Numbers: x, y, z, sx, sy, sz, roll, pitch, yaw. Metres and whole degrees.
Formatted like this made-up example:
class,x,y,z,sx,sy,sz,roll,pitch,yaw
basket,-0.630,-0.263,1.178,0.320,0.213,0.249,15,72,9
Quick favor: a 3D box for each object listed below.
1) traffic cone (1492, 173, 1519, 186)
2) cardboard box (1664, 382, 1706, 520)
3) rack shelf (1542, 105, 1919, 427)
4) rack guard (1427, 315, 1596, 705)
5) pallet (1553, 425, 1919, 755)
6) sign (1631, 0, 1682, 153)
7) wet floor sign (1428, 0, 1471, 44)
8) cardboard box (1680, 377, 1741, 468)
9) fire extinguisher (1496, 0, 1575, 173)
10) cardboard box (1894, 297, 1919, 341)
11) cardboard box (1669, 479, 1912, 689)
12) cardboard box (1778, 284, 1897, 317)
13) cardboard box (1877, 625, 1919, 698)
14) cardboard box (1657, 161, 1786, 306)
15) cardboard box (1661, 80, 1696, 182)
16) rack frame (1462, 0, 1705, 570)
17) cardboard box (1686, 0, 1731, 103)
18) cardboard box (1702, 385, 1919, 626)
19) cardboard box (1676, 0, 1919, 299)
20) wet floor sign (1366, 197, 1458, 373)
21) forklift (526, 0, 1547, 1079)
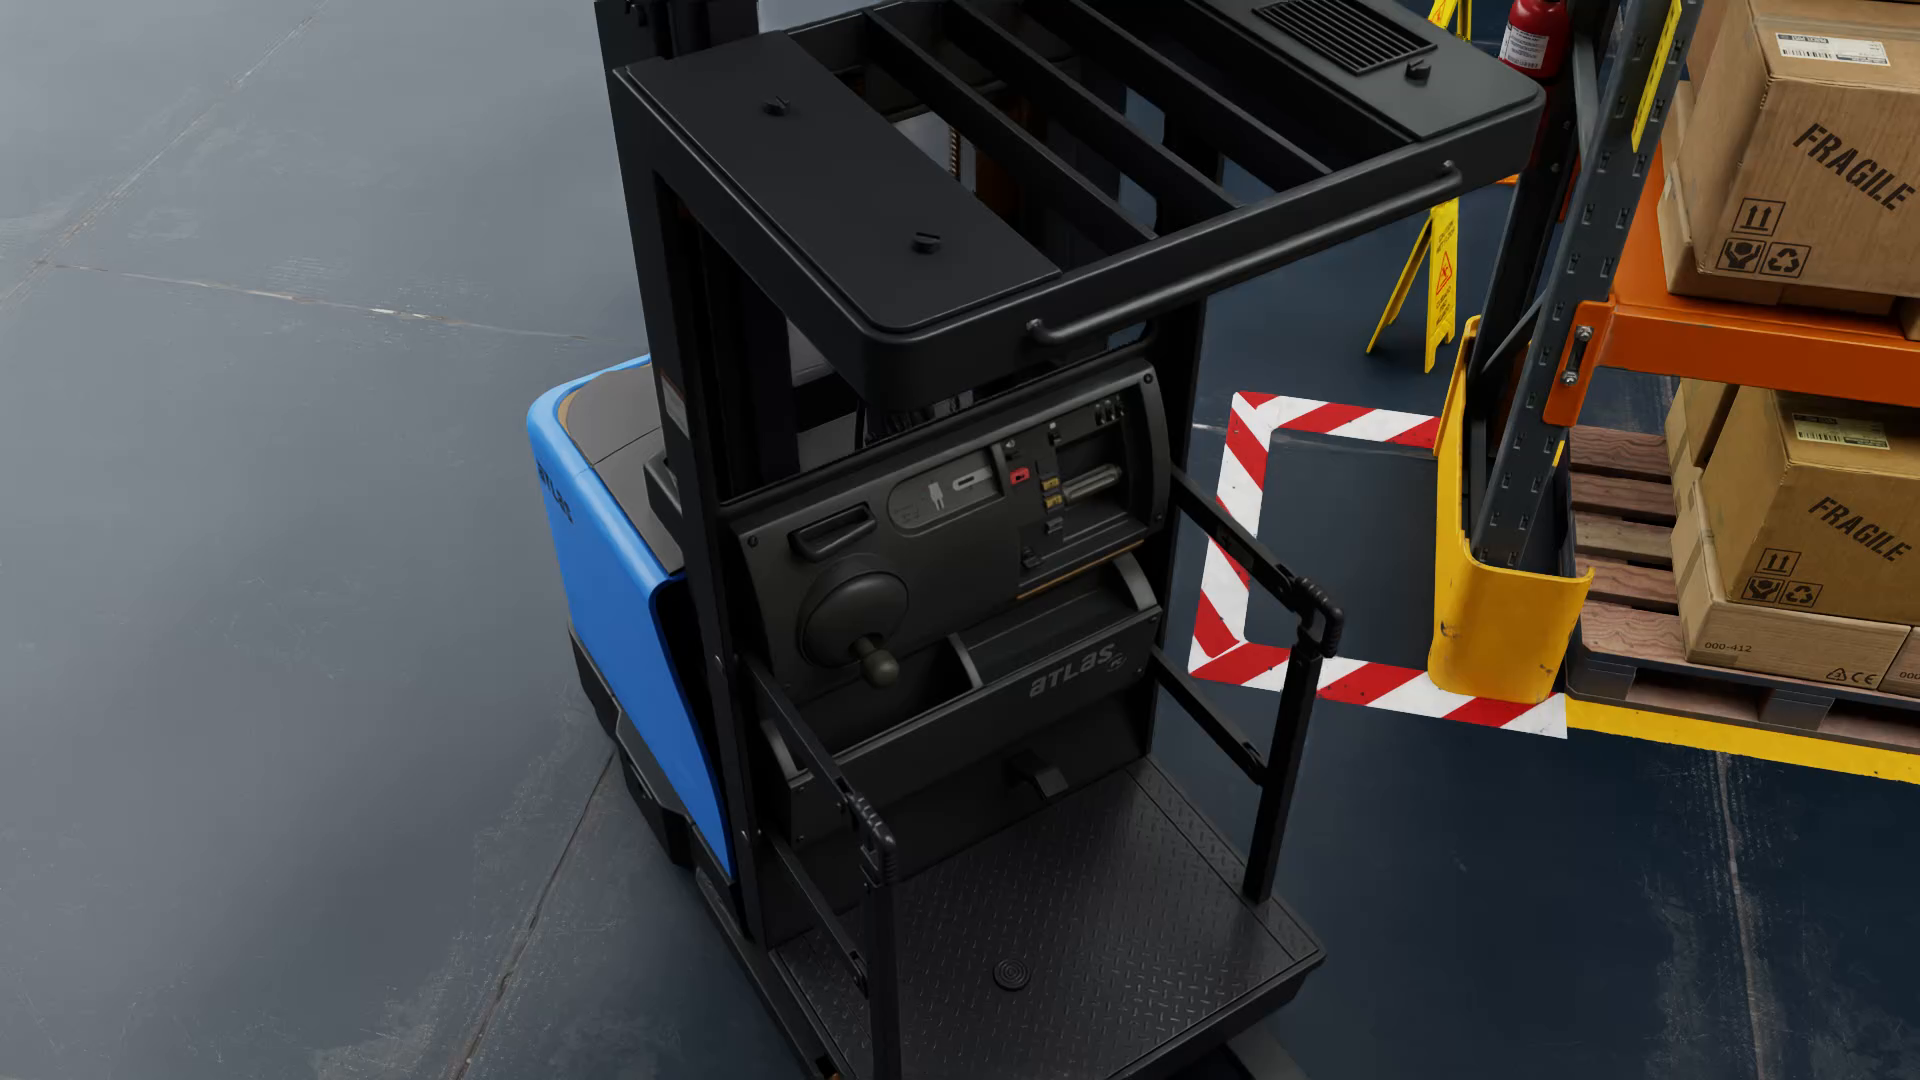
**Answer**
class,x,y,z,sx,sy,sz,roll,pitch,yaw
traffic cone,2.184,-1.729,6.713,0.334,0.463,0.336,9,45,9
cardboard box,2.444,-0.249,5.026,0.500,0.250,0.500,9,45,9
rack shelf,3.524,-0.471,4.095,4.000,0.370,1.077,9,45,9
rack guard,1.647,-0.121,5.015,0.348,0.500,1.175,9,45,9
pallet,2.432,0.130,4.962,1.213,0.211,1.003,9,45,9
sign,1.454,-0.977,3.478,0.005,0.325,0.100,9,45,9
wet floor sign,2.094,-2.214,7.085,0.232,0.644,0.267,2,44,2
cardboard box,2.411,-0.519,4.765,0.500,0.500,0.500,9,45,9
fire extinguisher,1.561,-1.334,4.529,0.183,0.674,0.296,9,45,9
cardboard box,2.349,-0.627,3.920,0.250,0.149,0.380,8,44,8
cardboard box,2.299,0.116,4.646,0.500,0.250,0.500,8,45,9
cardboard box,2.108,-0.722,4.018,0.250,0.149,0.380,9,45,10
cardboard box,2.796,0.198,4.561,0.500,0.250,0.500,10,45,11
cardboard box,1.859,-0.751,4.048,0.250,0.149,0.380,9,45,9
cardboard box,1.984,-1.030,4.339,0.250,0.149,0.380,10,45,10
rack frame,1.573,-1.033,4.160,0.127,3.000,1.000,9,45,9
cardboard box,2.162,-1.280,4.130,0.500,0.500,0.500,8,44,8
cardboard box,2.323,-0.151,4.383,0.500,0.500,0.500,7,44,8
cardboard box,1.974,-0.917,3.753,0.500,0.500,0.500,8,45,8
wet floor sign,1.621,-0.937,5.759,0.232,0.644,0.267,24,49,23
forklift,0.129,0.054,3.080,1.130,2.935,3.031,-24,49,-23
